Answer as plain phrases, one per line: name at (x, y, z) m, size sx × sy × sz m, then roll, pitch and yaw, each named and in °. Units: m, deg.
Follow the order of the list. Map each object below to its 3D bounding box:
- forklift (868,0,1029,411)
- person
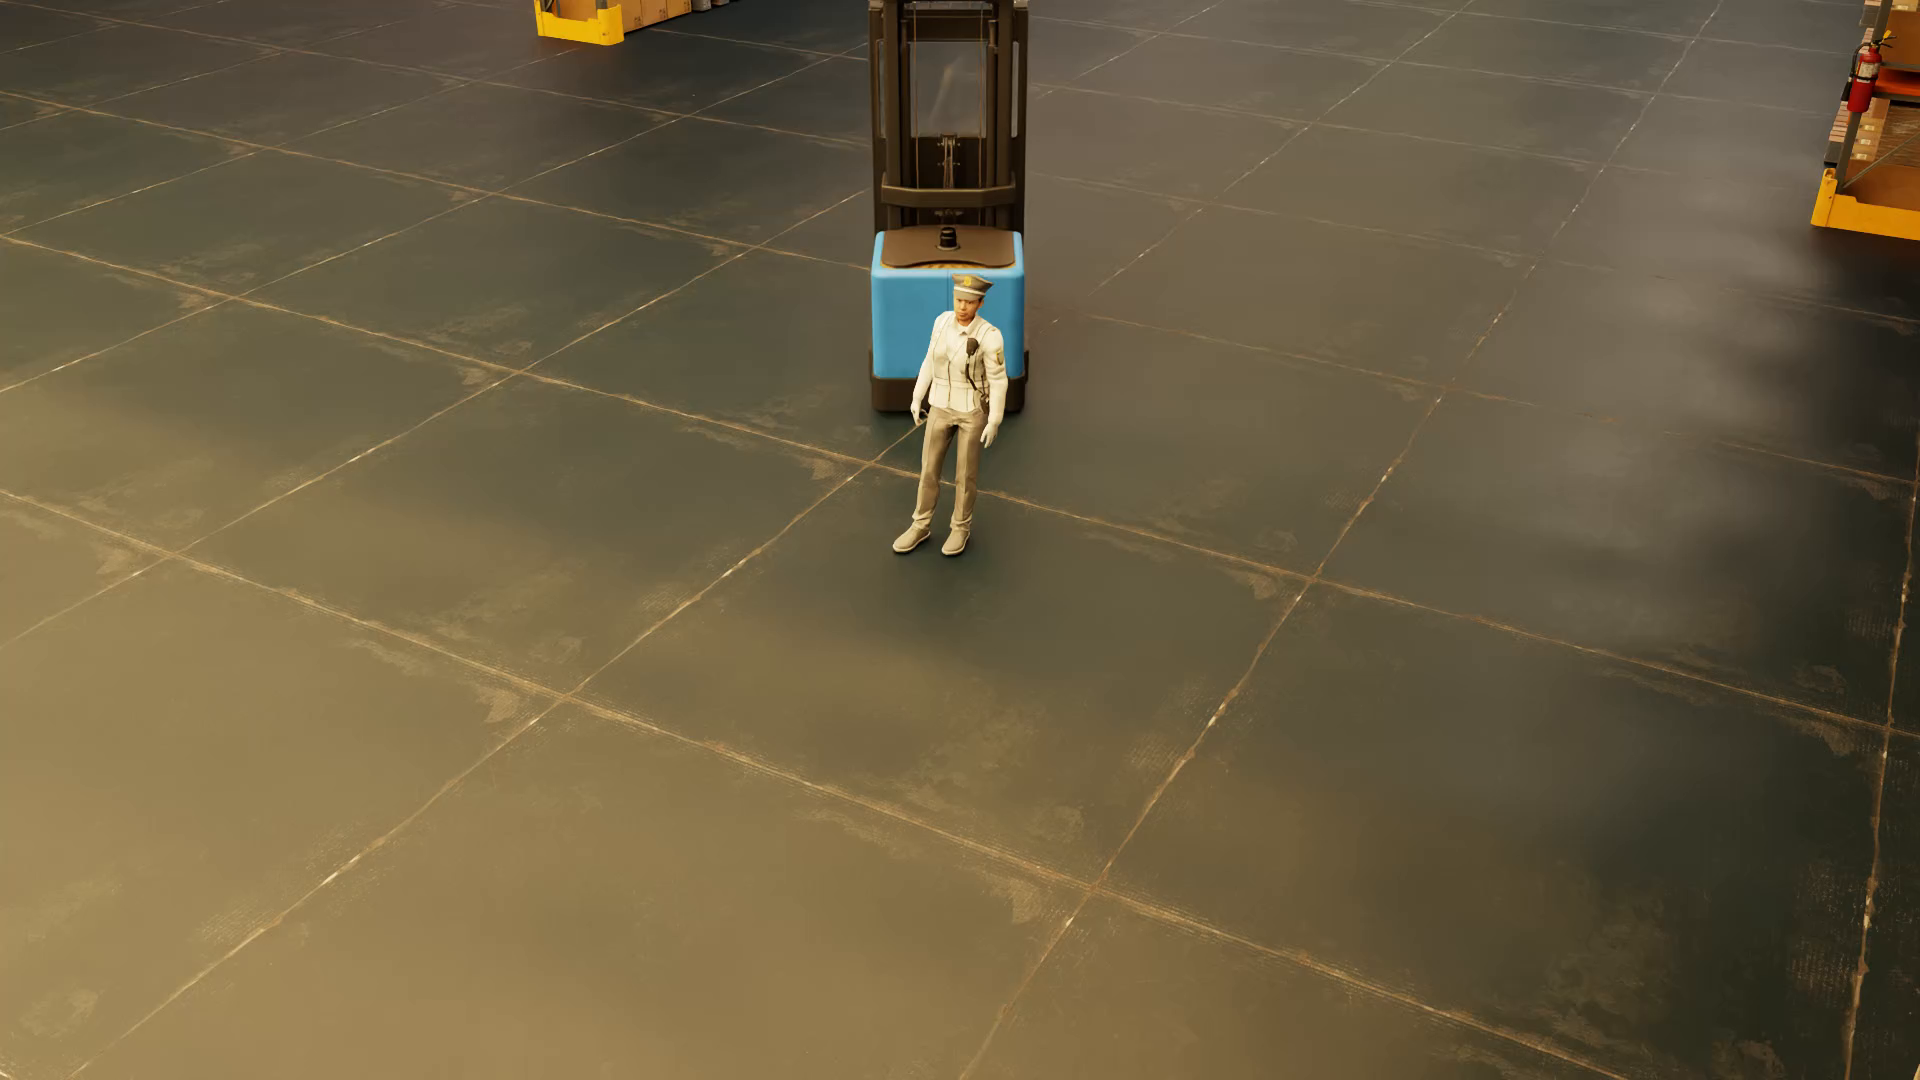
forklift at (-0.078, -2.847, 12.003) m, size 1.130 × 2.935 × 3.031 m, roll 0°, pitch 30°, yaw 0°
person at (-0.039, -0.712, 9.527) m, size 0.588 × 1.695 × 0.531 m, roll 15°, pitch 33°, yaw 25°
